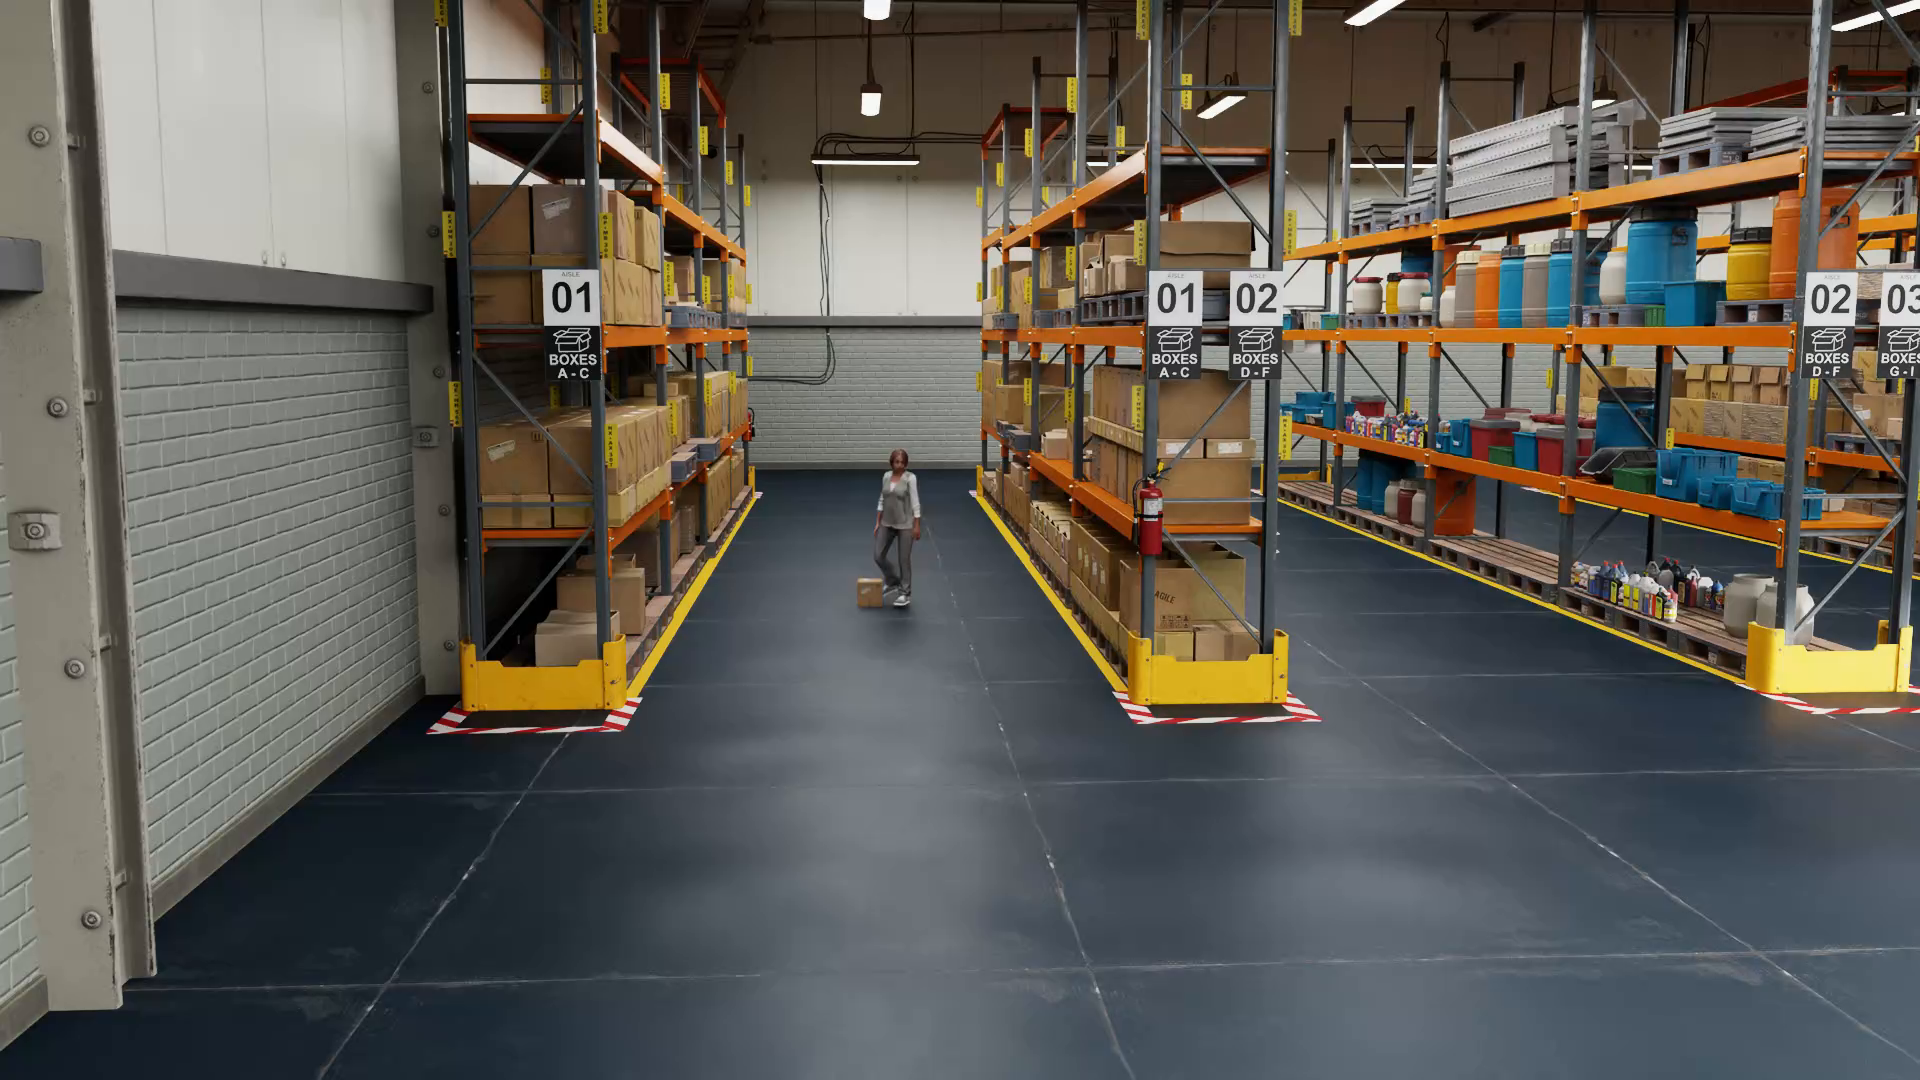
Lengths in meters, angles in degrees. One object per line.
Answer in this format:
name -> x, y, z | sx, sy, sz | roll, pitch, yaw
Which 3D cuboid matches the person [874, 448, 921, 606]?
person -> -0.642, -0.133, 16.732 | 0.567, 1.590, 0.415 | 4, 8, 27
